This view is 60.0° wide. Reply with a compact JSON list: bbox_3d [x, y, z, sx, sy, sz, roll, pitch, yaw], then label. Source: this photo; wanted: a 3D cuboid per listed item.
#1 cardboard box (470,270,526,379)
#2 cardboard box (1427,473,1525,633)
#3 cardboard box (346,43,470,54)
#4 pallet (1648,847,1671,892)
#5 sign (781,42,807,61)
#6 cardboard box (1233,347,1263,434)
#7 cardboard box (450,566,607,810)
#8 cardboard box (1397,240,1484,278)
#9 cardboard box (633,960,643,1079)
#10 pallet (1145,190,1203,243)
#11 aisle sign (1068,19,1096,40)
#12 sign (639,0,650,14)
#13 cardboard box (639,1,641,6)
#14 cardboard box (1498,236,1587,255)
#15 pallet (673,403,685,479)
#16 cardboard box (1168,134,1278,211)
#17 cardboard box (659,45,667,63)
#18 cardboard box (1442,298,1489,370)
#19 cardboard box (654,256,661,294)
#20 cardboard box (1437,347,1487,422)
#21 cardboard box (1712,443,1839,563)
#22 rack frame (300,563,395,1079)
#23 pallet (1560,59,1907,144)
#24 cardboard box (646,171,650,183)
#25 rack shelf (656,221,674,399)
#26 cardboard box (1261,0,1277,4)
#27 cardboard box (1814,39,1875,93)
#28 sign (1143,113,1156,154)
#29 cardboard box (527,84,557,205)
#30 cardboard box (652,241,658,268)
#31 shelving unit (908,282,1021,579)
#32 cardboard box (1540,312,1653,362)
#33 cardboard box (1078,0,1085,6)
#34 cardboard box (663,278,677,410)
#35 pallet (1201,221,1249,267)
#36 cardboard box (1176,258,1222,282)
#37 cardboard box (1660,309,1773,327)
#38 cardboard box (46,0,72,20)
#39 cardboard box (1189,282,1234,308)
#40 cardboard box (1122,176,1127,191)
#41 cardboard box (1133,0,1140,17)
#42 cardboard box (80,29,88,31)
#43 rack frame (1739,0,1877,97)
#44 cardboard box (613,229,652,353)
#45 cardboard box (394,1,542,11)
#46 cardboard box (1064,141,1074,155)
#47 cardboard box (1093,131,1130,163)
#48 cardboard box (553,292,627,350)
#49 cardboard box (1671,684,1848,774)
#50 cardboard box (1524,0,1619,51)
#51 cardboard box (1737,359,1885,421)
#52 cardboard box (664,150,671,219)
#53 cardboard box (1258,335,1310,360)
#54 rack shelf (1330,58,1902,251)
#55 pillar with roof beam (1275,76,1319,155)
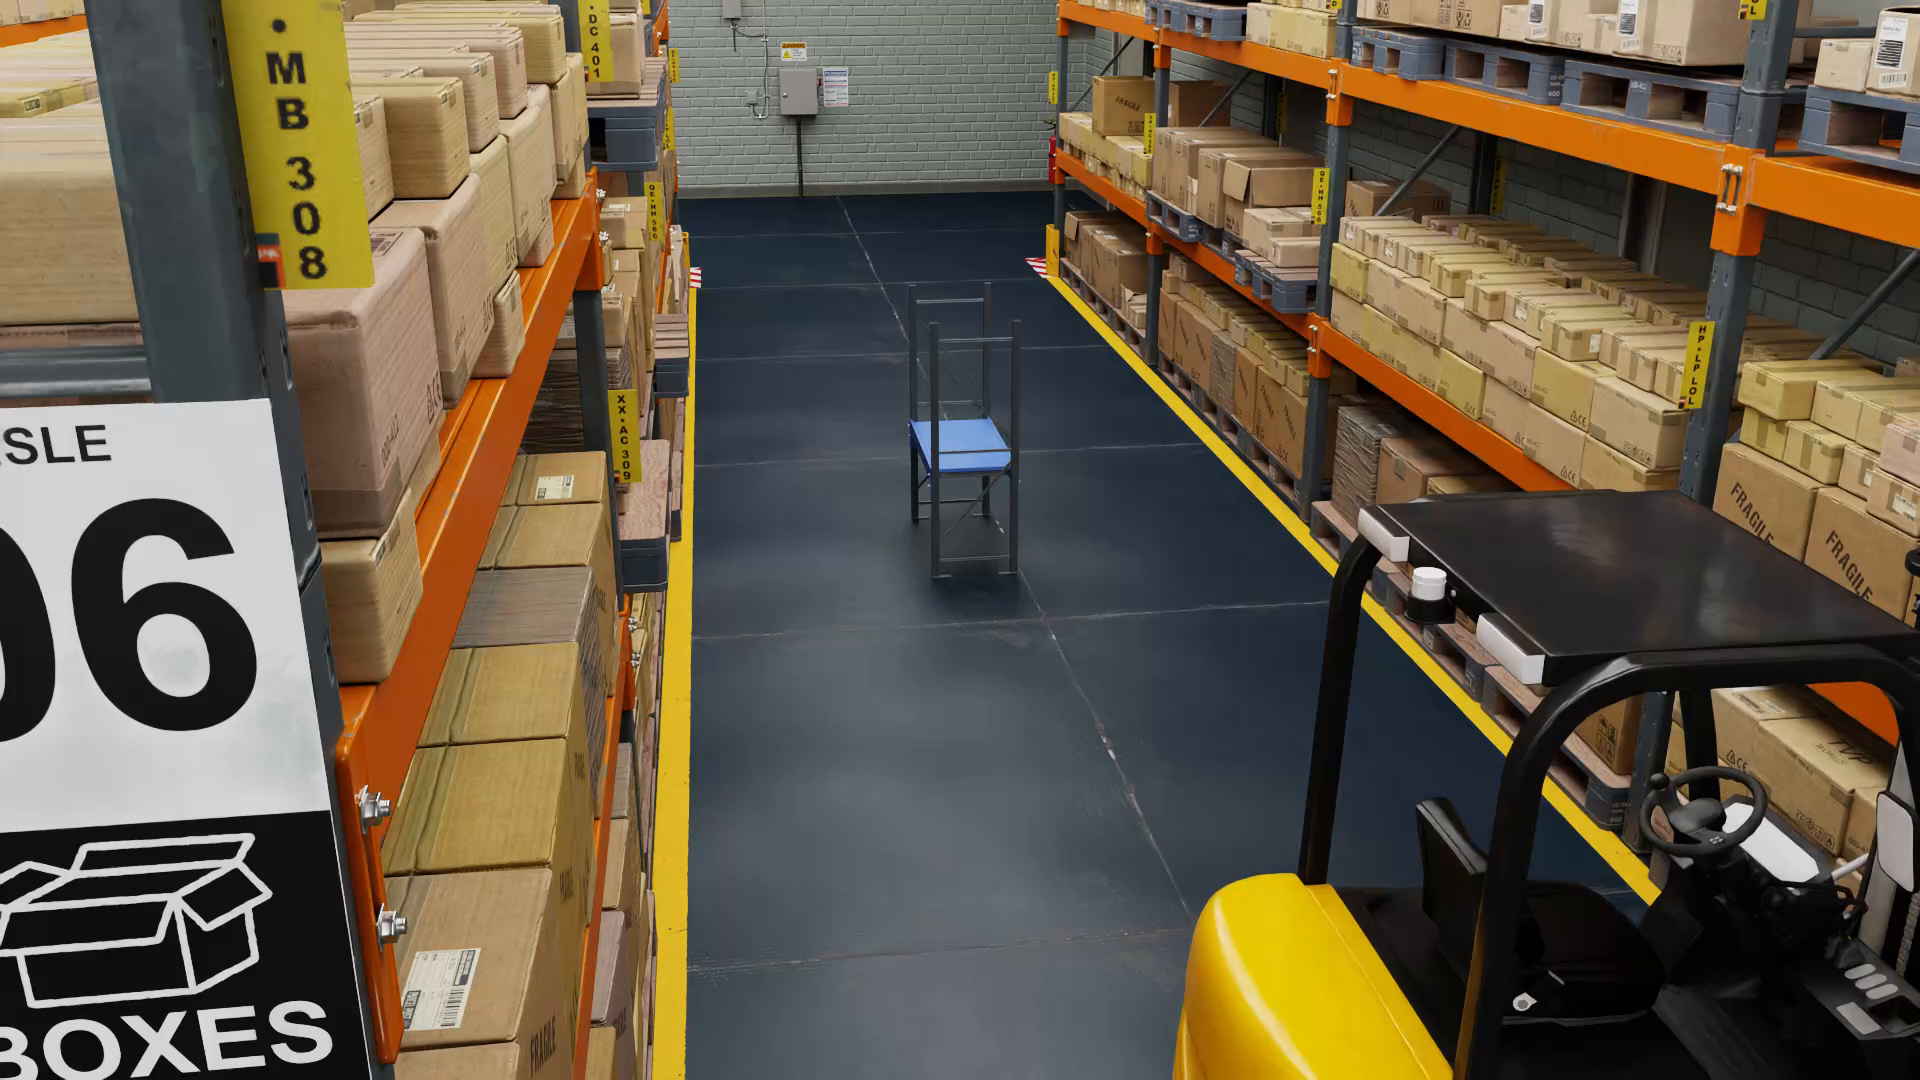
[{"bbox_3d":[-1.012,-0.394,3.057,0.380,0.149,0.250,-3,21,-7],"label":"cardboard box"},{"bbox_3d":[2.938,0.041,8.612,0.875,0.625,0.625,-4,21,-10],"label":"cardboard box"},{"bbox_3d":[-1.133,-0.851,3.141,0.380,0.149,0.250,-2,21,-7],"label":"cardboard box"},{"bbox_3d":[3.312,1.419,6.116,1.003,0.211,1.213,-3,21,-8],"label":"pallet"},{"bbox_3d":[-2.223,-6.531,22.234,0.339,0.242,0.001,-3,21,-8],"label":"sign"},{"bbox_3d":[2.249,-1.066,11.756,0.500,0.500,0.500,-2,21,-5],"label":"cardboard box"},{"bbox_3d":[-1.202,0.399,4.293,0.500,0.500,0.500,-2,21,-6],"label":"cardboard box"},{"bbox_3d":[2.569,-1.506,8.890,0.380,0.149,0.250,-3,21,-7],"label":"cardboard box"},{"bbox_3d":[-1.234,1.553,5.101,0.500,0.250,0.500,-3,21,-9],"label":"cardboard box"},{"bbox_3d":[2.093,-2.563,13.065,1.003,0.211,1.213,-3,21,-8],"label":"pallet"},{"bbox_3d":[1.209,-5.546,17.064,0.394,0.787,0.004,-3,21,-8],"label":"aisle sign"},{"bbox_3d":[-1.712,-2.972,8.861,0.100,0.325,0.005,-3,21,-8],"label":"sign"},{"bbox_3d":[-1.528,-2.016,6.655,0.500,0.250,0.500,-3,21,-8],"label":"cardboard box"},{"bbox_3d":[3.139,-1.539,8.980,0.380,0.149,0.250,-3,21,-9],"label":"cardboard box"},{"bbox_3d":[-2.460,-0.690,11.763,1.003,0.211,1.213,-3,21,-8],"label":"pallet"},{"bbox_3d":[2.009,-2.820,12.737,0.700,0.500,0.500,-3,21,-7],"label":"cardboard box"},{"bbox_3d":[-2.971,-4.601,15.750,0.380,0.149,0.250,-3,21,-8],"label":"cardboard box"},{"bbox_3d":[2.712,-1.017,8.151,0.500,0.250,0.500,-3,21,-7],"label":"cardboard box"},{"bbox_3d":[-2.232,-1.769,10.880,0.500,0.250,0.500,-2,21,-6],"label":"cardboard box"},{"bbox_3d":[2.706,-0.782,8.236,0.500,0.250,0.500,-2,21,-6],"label":"cardboard box"},{"bbox_3d":[3.045,-0.045,5.907,0.500,0.500,0.500,-3,21,-9],"label":"cardboard box"},{"bbox_3d":[-1.096,1.472,1.989,1.000,3.000,0.127,-3,21,-8],"label":"rack frame"},{"bbox_3d":[3.099,-1.785,6.695,0.805,0.209,1.217,-4,21,-10],"label":"pallet"},{"bbox_3d":[-2.159,-2.168,10.161,0.500,0.500,0.500,-3,21,-8],"label":"cardboard box"},{"bbox_3d":[-2.537,-1.654,11.385,1.077,0.370,4.000,-3,21,-8],"label":"rack shelf"},{"bbox_3d":[2.214,-3.629,11.003,0.380,0.149,0.250,-2,21,-6],"label":"cardboard box"},{"bbox_3d":[3.003,-1.525,5.342,0.380,0.149,0.250,-2,21,-7],"label":"cardboard box"},{"bbox_3d":[1.550,-3.310,13.555,0.100,0.325,0.005,-3,21,-8],"label":"sign"},{"bbox_3d":[-1.209,-0.896,3.831,0.500,0.250,0.500,-3,21,-9],"label":"cardboard box"},{"bbox_3d":[-2.151,-1.829,10.326,0.500,0.250,0.500,-2,21,-6],"label":"cardboard box"},{"bbox_3d":[0.012,-0.673,9.875,0.538,1.500,1.048,-3,21,-8],"label":"shelving unit"},{"bbox_3d":[2.763,-0.883,7.223,0.380,0.149,0.250,-4,21,-9],"label":"cardboard box"},{"bbox_3d":[1.343,-5.215,15.963,0.380,0.149,0.250,-2,21,-7],"label":"cardboard box"},{"bbox_3d":[-2.519,-1.362,12.011,0.875,0.875,0.875,-2,21,-6],"label":"cardboard box"},{"bbox_3d":[2.378,-2.133,11.915,1.003,0.211,1.213,-3,21,-8],"label":"pallet"},{"bbox_3d":[1.959,-2.179,13.382,0.380,0.149,0.250,-4,21,-10],"label":"cardboard box"},{"bbox_3d":[3.321,-0.918,7.316,0.380,0.149,0.250,-3,21,-8],"label":"cardboard box"},{"bbox_3d":[-7.723,-4.443,13.751,0.500,0.250,0.500,-2,21,-5],"label":"cardboard box"},{"bbox_3d":[2.039,-1.947,13.186,0.380,0.149,0.250,-4,21,-11],"label":"cardboard box"},{"bbox_3d":[1.659,-3.185,14.815,0.380,0.149,0.250,-2,21,-6],"label":"cardboard box"},{"bbox_3d":[1.679,-4.510,14.077,0.380,0.149,0.250,-2,21,-6],"label":"cardboard box"},{"bbox_3d":[-1.757,-1.093,3.787,0.380,0.149,0.250,-4,21,-10],"label":"cardboard box"},{"bbox_3d":[3.239,-2.975,5.321,1.000,3.000,0.127,-3,21,-8],"label":"rack frame"},{"bbox_3d":[-1.749,-1.185,7.933,0.500,0.500,0.500,-4,21,-11],"label":"cardboard box"},{"bbox_3d":[-1.410,-1.476,4.812,0.380,0.149,0.250,-2,21,-7],"label":"cardboard box"},{"bbox_3d":[1.285,-4.074,17.197,0.380,0.149,0.250,-3,21,-8],"label":"cardboard box"},{"bbox_3d":[1.552,-3.692,15.604,0.500,0.250,0.500,-3,21,-9],"label":"cardboard box"},{"bbox_3d":[-1.390,-0.781,5.924,0.380,0.149,0.250,-3,21,-8],"label":"cardboard box"},{"bbox_3d":[2.998,0.641,6.113,0.500,0.250,0.500,-3,21,-9],"label":"cardboard box"},{"bbox_3d":[2.783,-2.276,7.120,0.500,0.311,0.500,-4,21,-10],"label":"cardboard box"},{"bbox_3d":[2.991,-0.530,5.852,0.380,0.149,0.250,-2,21,-7],"label":"cardboard box"},{"bbox_3d":[-2.634,-2.906,13.566,0.500,0.500,0.500,-2,21,-6],"label":"cardboard box"},{"bbox_3d":[2.283,-1.318,11.503,0.380,0.149,0.250,-2,21,-6],"label":"cardboard box"},{"bbox_3d":[2.951,-1.926,7.826,1.077,0.370,4.000,-3,21,-8],"label":"rack shelf"},{"bbox_3d":[-1.383,-5.815,12.923,9.100,9.000,0.400,-3,21,-8],"label":"pillar with roof beam"}]
